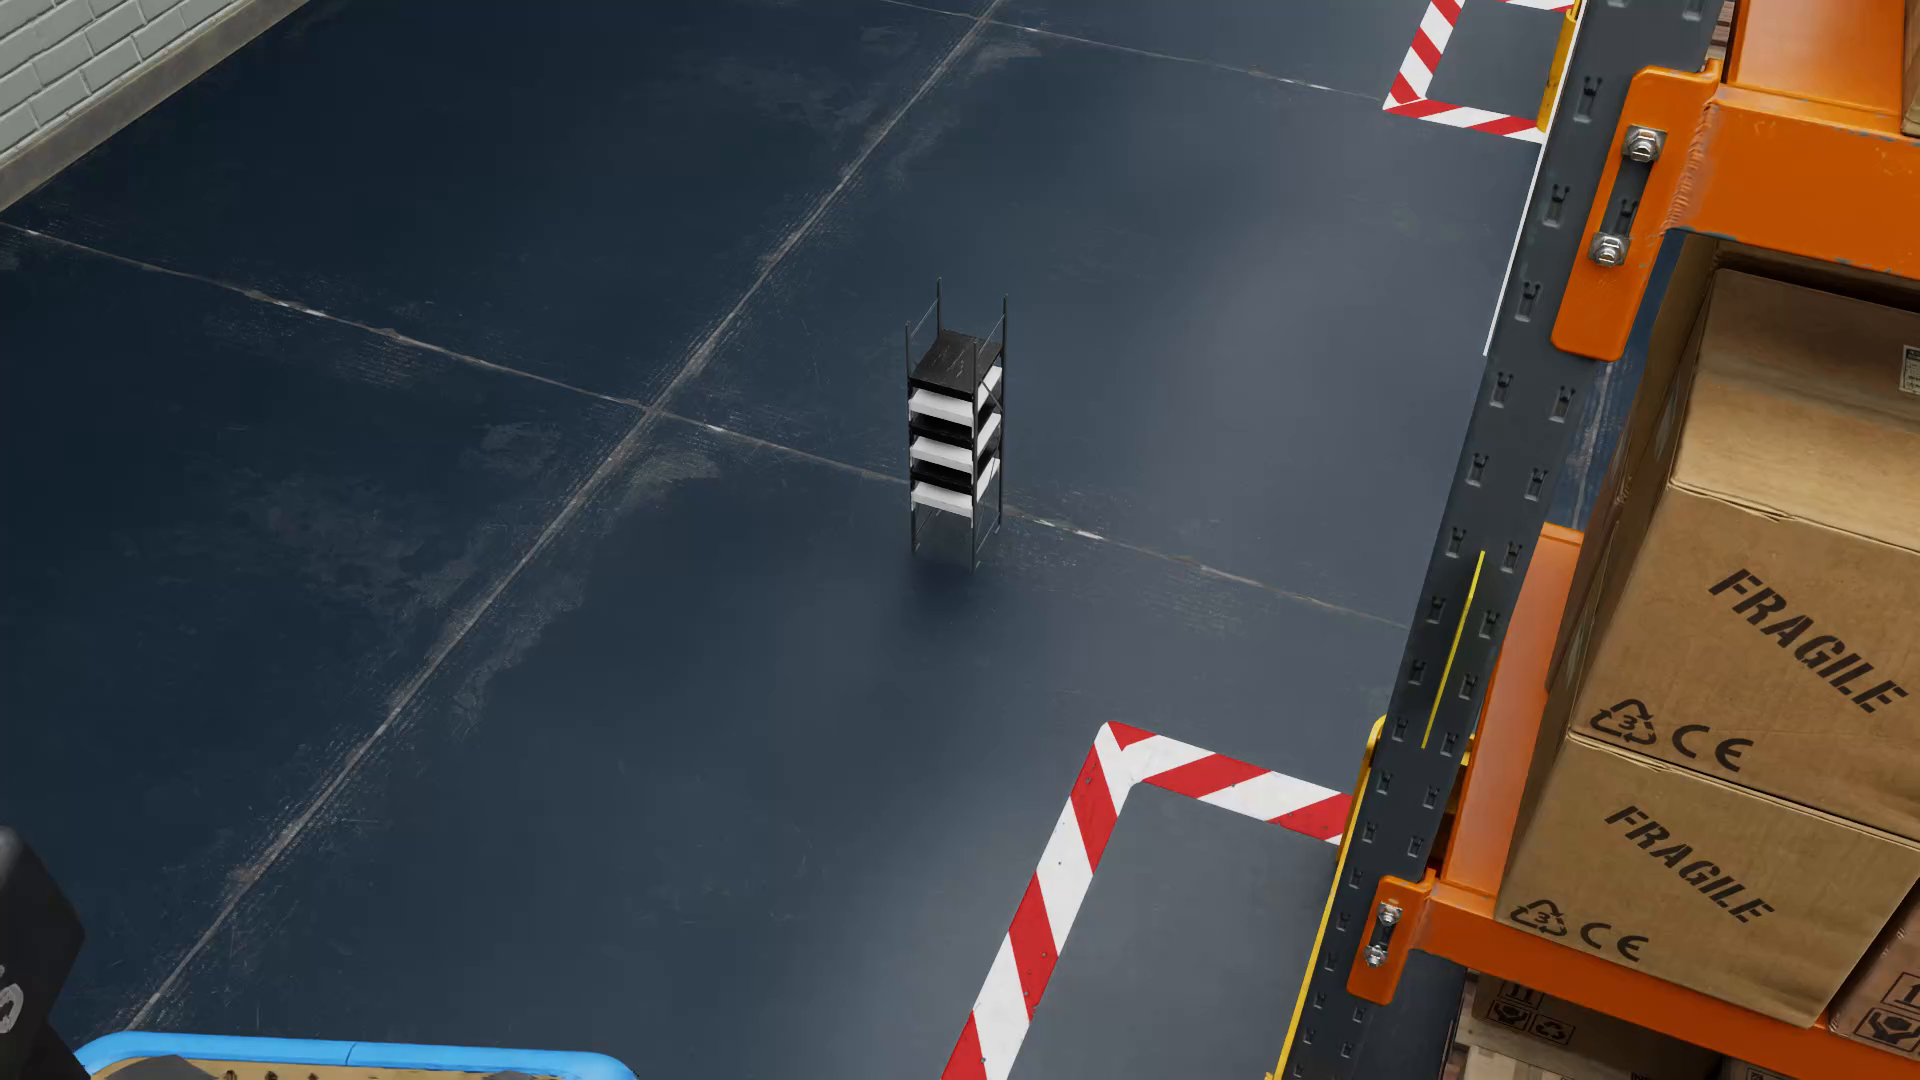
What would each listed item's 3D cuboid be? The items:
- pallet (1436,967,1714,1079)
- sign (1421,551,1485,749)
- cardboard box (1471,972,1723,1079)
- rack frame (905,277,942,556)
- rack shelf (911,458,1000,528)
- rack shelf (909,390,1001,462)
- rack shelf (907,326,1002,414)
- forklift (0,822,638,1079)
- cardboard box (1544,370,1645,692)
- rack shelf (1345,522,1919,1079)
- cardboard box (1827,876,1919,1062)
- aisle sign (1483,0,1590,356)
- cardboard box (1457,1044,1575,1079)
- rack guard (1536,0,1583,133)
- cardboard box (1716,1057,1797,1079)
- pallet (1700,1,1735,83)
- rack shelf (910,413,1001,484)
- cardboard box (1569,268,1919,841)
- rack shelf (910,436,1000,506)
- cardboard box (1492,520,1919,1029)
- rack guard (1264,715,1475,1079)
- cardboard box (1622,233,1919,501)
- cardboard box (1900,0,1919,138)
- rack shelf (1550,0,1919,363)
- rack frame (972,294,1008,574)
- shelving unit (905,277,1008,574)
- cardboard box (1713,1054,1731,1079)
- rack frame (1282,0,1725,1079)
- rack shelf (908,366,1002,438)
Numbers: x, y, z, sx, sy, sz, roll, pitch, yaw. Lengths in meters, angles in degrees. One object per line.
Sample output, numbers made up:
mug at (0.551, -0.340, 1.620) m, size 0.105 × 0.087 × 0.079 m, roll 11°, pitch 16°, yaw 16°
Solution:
pallet at (1.711, 1.337, 3.757) m, size 1.213 × 0.211 × 1.003 m, roll 16°, pitch 47°, yaw 16°
sign at (0.696, 0.159, 2.350) m, size 0.005 × 0.325 × 0.100 m, roll 16°, pitch 47°, yaw 16°
cardboard box at (1.501, 0.830, 3.750) m, size 0.500 × 0.500 × 0.500 m, roll 16°, pitch 47°, yaw 16°
rack frame at (-0.101, -0.349, 4.963) m, size 0.006 × 0.900 × 0.240 m, roll 16°, pitch 47°, yaw 16°
rack shelf at (-0.007, -0.170, 5.085) m, size 0.200 × 0.077 × 0.258 m, roll 16°, pitch 47°, yaw 16°
rack shelf at (-0.007, -0.361, 4.895) m, size 0.200 × 0.077 × 0.258 m, roll 16°, pitch 47°, yaw 16°
rack shelf at (-0.007, -0.489, 4.768) m, size 0.200 × 0.077 × 0.258 m, roll 16°, pitch 47°, yaw 16°
forklift at (-1.118, 1.629, 1.535) m, size 1.130 × 2.935 × 3.031 m, roll 2°, pitch 45°, yaw 2°
cardboard box at (1.423, 0.021, 3.031) m, size 0.500 × 0.500 × 0.500 m, roll 18°, pitch 48°, yaw 17°
rack shelf at (2.750, 0.910, 2.719) m, size 4.000 × 0.370 × 1.077 m, roll 16°, pitch 47°, yaw 16°
cardboard box at (1.691, 0.505, 2.544) m, size 0.500 × 0.500 × 0.500 m, roll 16°, pitch 47°, yaw 15°
aisle sign at (0.729, -0.637, 1.920) m, size 0.004 × 0.787 × 0.394 m, roll 16°, pitch 47°, yaw 16°
cardboard box at (1.159, 1.304, 3.522) m, size 0.250 × 0.149 × 0.380 m, roll 16°, pitch 47°, yaw 16°
rack guard at (2.788, -2.223, 7.130) m, size 0.348 × 0.500 × 1.175 m, roll 16°, pitch 47°, yaw 16°
cardboard box at (1.759, 1.399, 3.355) m, size 0.500 × 0.250 × 0.500 m, roll 16°, pitch 47°, yaw 16°
pallet at (3.561, -1.874, 6.983) m, size 1.213 × 0.211 × 1.003 m, roll 16°, pitch 47°, yaw 16°
rack shelf at (-0.007, -0.298, 4.958) m, size 0.200 × 0.077 × 0.258 m, roll 16°, pitch 47°, yaw 16°
cardboard box at (1.213, 0.014, 2.329) m, size 0.500 × 0.500 × 0.500 m, roll 18°, pitch 48°, yaw 17°
rack shelf at (-0.007, -0.234, 5.022) m, size 0.200 × 0.077 × 0.258 m, roll 16°, pitch 47°, yaw 16°
cardboard box at (1.213, 0.369, 2.682) m, size 0.500 × 0.500 × 0.500 m, roll 17°, pitch 47°, yaw 17°
rack guard at (0.975, 1.019, 3.872) m, size 0.348 × 0.500 × 1.175 m, roll 16°, pitch 47°, yaw 16°
cardboard box at (1.421, -0.336, 2.681) m, size 0.500 × 0.500 × 0.500 m, roll 16°, pitch 47°, yaw 15°
cardboard box at (1.281, -0.593, 1.699) m, size 0.500 × 0.250 × 0.500 m, roll 16°, pitch 47°, yaw 16°
rack shelf at (2.750, -0.153, 1.661) m, size 4.000 × 0.370 × 1.077 m, roll 16°, pitch 47°, yaw 16°
rack frame at (0.086, -0.294, 4.907) m, size 0.006 × 0.900 × 0.240 m, roll 16°, pitch 47°, yaw 16°
shelving unit at (-0.007, -0.321, 4.935) m, size 0.210 × 0.900 × 0.258 m, roll 16°, pitch 47°, yaw 16°
cardboard box at (1.840, 1.116, 3.698) m, size 0.250 × 0.166 × 0.380 m, roll 16°, pitch 47°, yaw 16°
rack frame at (0.905, 0.112, 3.011) m, size 0.127 × 3.000 × 1.000 m, roll 16°, pitch 47°, yaw 16°
rack shelf at (-0.007, -0.425, 4.831) m, size 0.200 × 0.077 × 0.258 m, roll 16°, pitch 47°, yaw 16°
